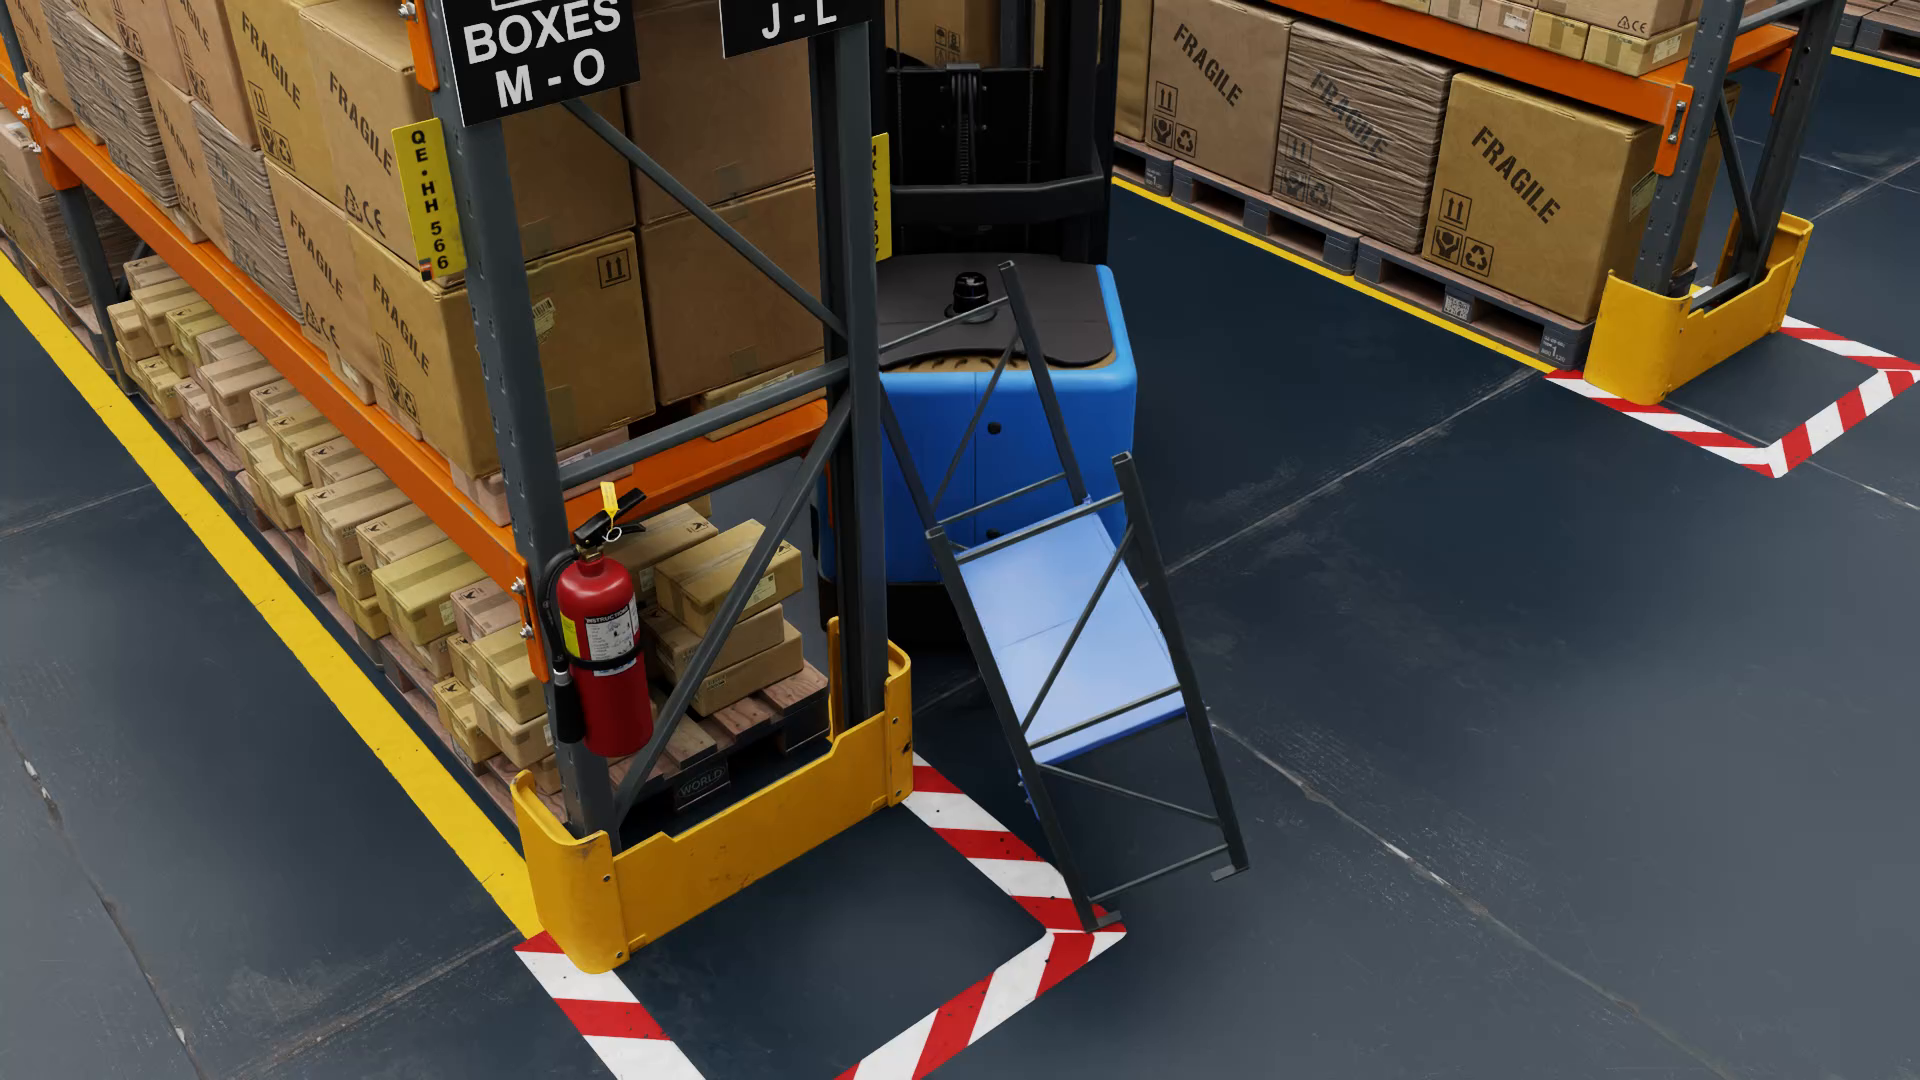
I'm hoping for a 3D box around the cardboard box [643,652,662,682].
[{"bbox_3d":[-0.951,0.280,5.362,0.380,0.149,0.250,-26,43,-32],"label":"cardboard box"}]

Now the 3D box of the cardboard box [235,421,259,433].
[{"bbox_3d":[-2.470,-0.469,6.163,0.380,0.149,0.250,-24,42,-30],"label":"cardboard box"}]

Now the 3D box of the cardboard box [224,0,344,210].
[{"bbox_3d":[-1.438,-1.179,4.111,0.500,0.500,0.500,-28,44,-33],"label":"cardboard box"}]

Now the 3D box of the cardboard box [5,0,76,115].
[{"bbox_3d":[-3.080,-1.892,5.982,0.500,0.500,0.500,-27,43,-33],"label":"cardboard box"}]

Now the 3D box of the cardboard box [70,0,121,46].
[{"bbox_3d":[-2.455,-1.865,5.079,0.500,0.500,0.500,-25,42,-31],"label":"cardboard box"}]

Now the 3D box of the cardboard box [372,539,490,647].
[{"bbox_3d":[-1.544,0.135,5.053,0.380,0.149,0.250,-27,43,-33],"label":"cardboard box"}]

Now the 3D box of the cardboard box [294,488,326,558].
[{"bbox_3d":[-2.017,-0.105,5.648,0.380,0.149,0.250,-24,42,-30],"label":"cardboard box"}]

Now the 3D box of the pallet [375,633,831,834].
[{"bbox_3d":[-1.172,0.456,5.423,1.003,0.211,1.213,-26,43,-32],"label":"pallet"}]

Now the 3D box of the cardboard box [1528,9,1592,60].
[{"bbox_3d":[2.578,-2.127,6.876,0.380,0.149,0.250,-26,43,-31],"label":"cardboard box"}]

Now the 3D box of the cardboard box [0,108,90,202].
[{"bbox_3d":[-3.881,-1.734,7.254,0.500,0.250,0.500,-27,44,-33],"label":"cardboard box"}]

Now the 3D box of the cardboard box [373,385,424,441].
[{"bbox_3d":[-1.358,-0.441,4.495,0.380,0.149,0.250,-26,43,-32],"label":"cardboard box"}]

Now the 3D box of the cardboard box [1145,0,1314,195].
[{"bbox_3d":[1.592,-2.433,8.565,0.875,0.875,0.875,-26,43,-32],"label":"cardboard box"}]

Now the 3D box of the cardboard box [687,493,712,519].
[{"bbox_3d":[-1.039,-0.121,5.414,0.380,0.149,0.250,-26,43,-32],"label":"cardboard box"}]

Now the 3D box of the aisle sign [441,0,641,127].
[{"bbox_3d":[-0.808,-1.193,3.090,0.394,0.787,0.004,-26,43,-32],"label":"aisle sign"}]

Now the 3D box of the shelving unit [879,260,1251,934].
[{"bbox_3d":[0.249,0.167,4.635,0.538,1.500,1.048,-22,38,-1],"label":"shelving unit"}]

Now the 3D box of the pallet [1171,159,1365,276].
[{"bbox_3d":[1.869,-1.806,8.617,1.003,0.211,1.213,-26,43,-32],"label":"pallet"}]

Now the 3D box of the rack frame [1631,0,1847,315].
[{"bbox_3d":[3.228,-2.081,6.594,1.000,3.000,0.127,-26,43,-32],"label":"rack frame"}]

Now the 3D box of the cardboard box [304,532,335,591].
[{"bbox_3d":[-2.016,0.015,5.736,0.380,0.149,0.250,-25,42,-31],"label":"cardboard box"}]

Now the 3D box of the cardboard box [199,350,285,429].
[{"bbox_3d":[-2.522,-0.577,6.058,0.380,0.149,0.250,-25,42,-31],"label":"cardboard box"}]

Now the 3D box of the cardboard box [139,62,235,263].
[{"bbox_3d":[-2.090,-1.214,5.025,0.500,0.500,0.500,-24,42,-30],"label":"cardboard box"}]

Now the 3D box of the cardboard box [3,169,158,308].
[{"bbox_3d":[-3.877,-1.426,7.468,0.500,0.500,0.500,-27,43,-33],"label":"cardboard box"}]

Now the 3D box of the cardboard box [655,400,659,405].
[{"bbox_3d":[-0.781,-0.536,4.629,0.380,0.149,0.250,-24,42,-30],"label":"cardboard box"}]

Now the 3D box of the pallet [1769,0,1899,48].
[{"bbox_3d":[5.726,-3.708,11.303,1.003,0.211,1.213,-26,43,-32],"label":"pallet"}]

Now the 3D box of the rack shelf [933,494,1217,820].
[{"bbox_3d":[0.300,0.300,4.745,0.538,0.185,1.000,-22,38,-1],"label":"rack shelf"}]

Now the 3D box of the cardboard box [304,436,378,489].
[{"bbox_3d":[-1.964,-0.259,5.609,0.380,0.149,0.250,-28,44,-33],"label":"cardboard box"}]

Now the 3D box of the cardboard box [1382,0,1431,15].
[{"bbox_3d":[2.087,-2.464,7.351,0.380,0.149,0.250,-27,43,-33],"label":"cardboard box"}]

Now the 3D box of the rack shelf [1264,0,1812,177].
[{"bbox_3d":[1.937,-2.671,8.048,1.077,0.370,4.000,-26,43,-32],"label":"rack shelf"}]

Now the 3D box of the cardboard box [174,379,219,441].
[{"bbox_3d":[-2.846,-0.562,6.551,0.380,0.149,0.250,-26,43,-32],"label":"cardboard box"}]

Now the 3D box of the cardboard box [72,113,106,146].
[{"bbox_3d":[-3.051,-1.606,6.140,0.380,0.149,0.250,-25,42,-31],"label":"cardboard box"}]

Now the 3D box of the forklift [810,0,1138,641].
[{"bbox_3d":[-0.005,-1.674,6.078,1.130,2.935,3.031,-1,35,-2],"label":"forklift"}]

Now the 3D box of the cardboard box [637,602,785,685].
[{"bbox_3d":[-0.768,0.268,5.123,0.380,0.149,0.250,-24,42,-30],"label":"cardboard box"}]

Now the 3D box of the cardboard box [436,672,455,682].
[{"bbox_3d":[-1.473,0.337,5.282,0.380,0.149,0.250,-26,43,-32],"label":"cardboard box"}]

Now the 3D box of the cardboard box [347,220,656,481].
[{"bbox_3d":[-1.113,-0.541,4.074,0.500,0.500,0.500,-25,42,-31],"label":"cardboard box"}]

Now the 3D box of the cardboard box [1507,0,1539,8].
[{"bbox_3d":[2.386,-2.481,7.030,0.500,0.250,0.500,-27,43,-33],"label":"cardboard box"}]

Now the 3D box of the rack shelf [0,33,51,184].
[{"bbox_3d":[-4.498,-2.632,7.993,1.077,0.370,4.000,-26,43,-32],"label":"rack shelf"}]

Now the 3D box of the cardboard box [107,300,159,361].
[{"bbox_3d":[-3.218,-0.892,6.760,0.380,0.149,0.250,-24,42,-30],"label":"cardboard box"}]

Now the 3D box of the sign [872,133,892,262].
[{"bbox_3d":[-0.212,-0.832,4.080,0.100,0.325,0.005,-26,43,-32],"label":"sign"}]

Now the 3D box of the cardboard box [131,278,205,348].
[{"bbox_3d":[-3.011,-0.920,6.542,0.380,0.149,0.250,-24,42,-30],"label":"cardboard box"}]

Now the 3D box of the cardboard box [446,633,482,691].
[{"bbox_3d":[-1.312,0.333,5.031,0.380,0.149,0.250,-27,43,-33],"label":"cardboard box"}]
